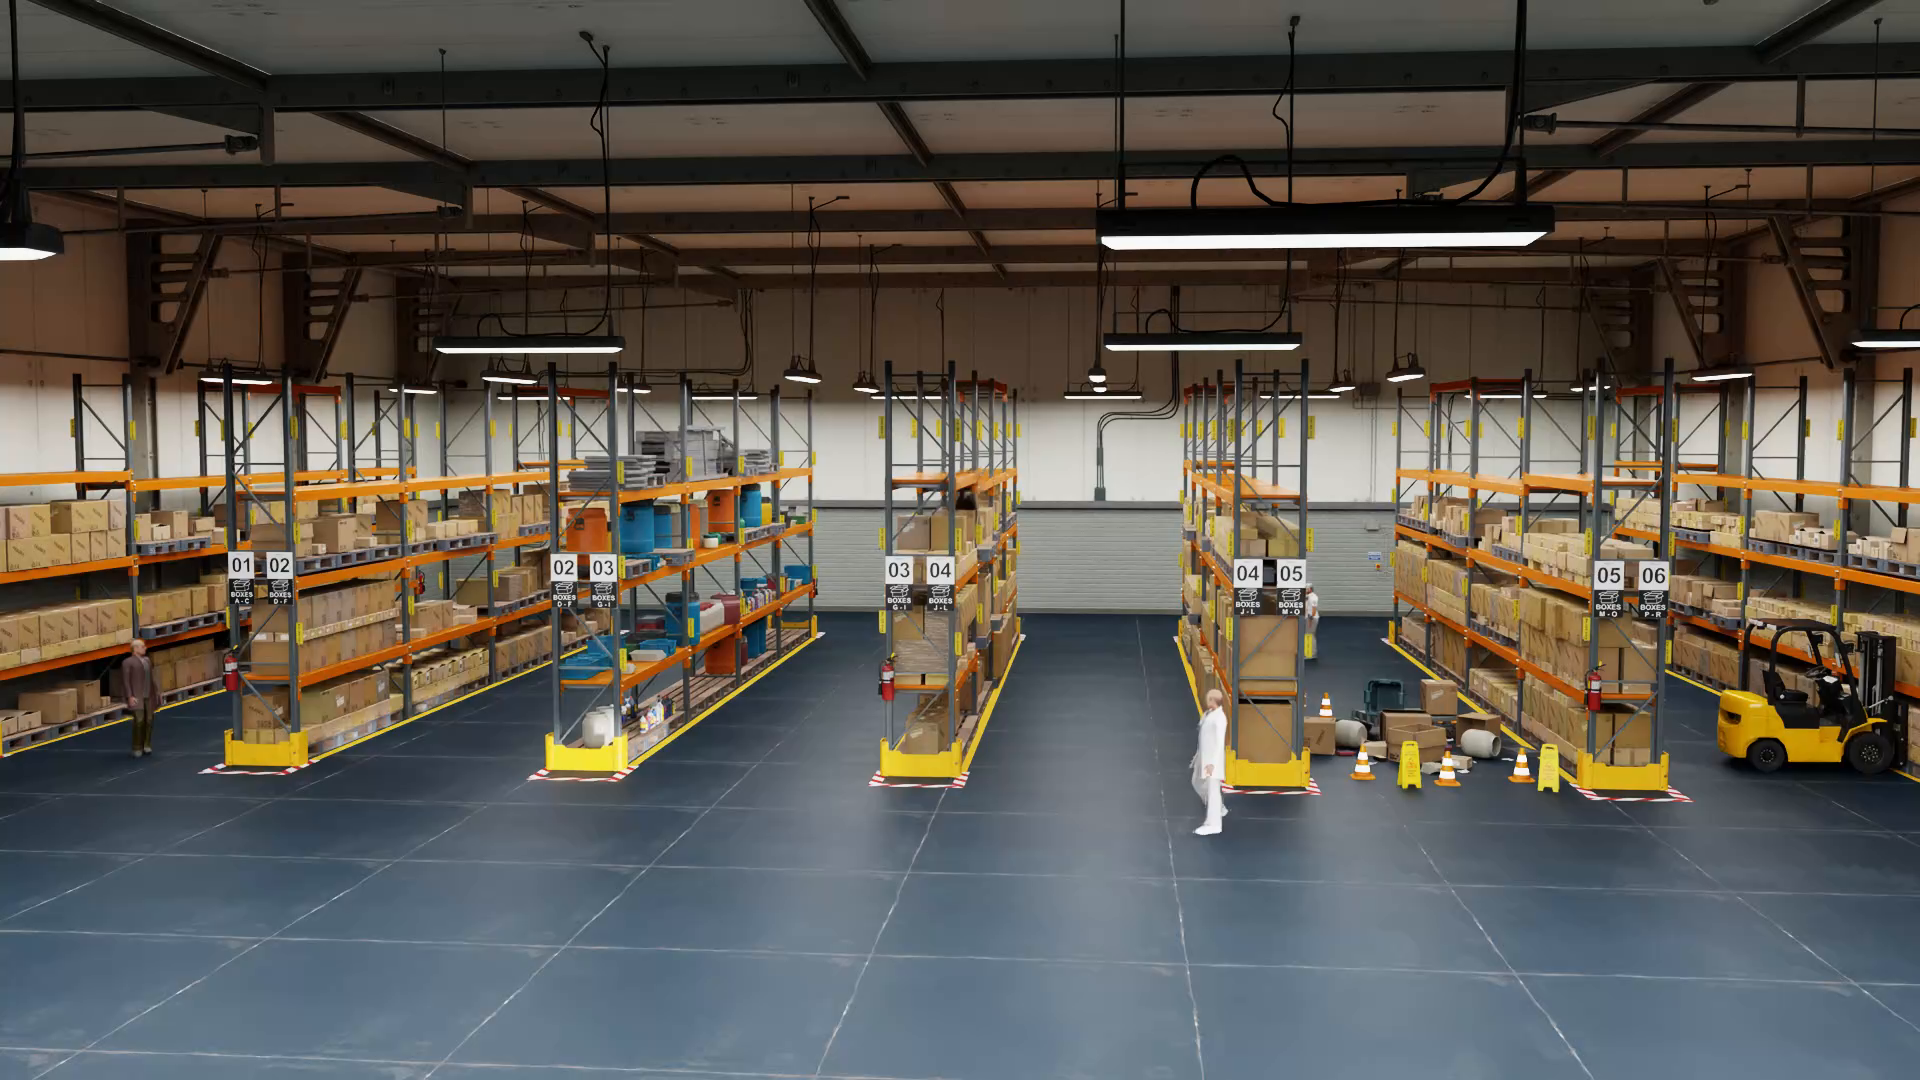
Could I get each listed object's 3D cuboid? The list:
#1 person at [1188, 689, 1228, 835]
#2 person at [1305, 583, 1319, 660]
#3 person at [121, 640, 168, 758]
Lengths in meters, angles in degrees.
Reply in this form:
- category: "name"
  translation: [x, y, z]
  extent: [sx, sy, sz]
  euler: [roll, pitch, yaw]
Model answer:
- category: "person"
  translation: [3.115, 2.739, 20.769]
  extent: [0.560, 1.792, 0.677]
  euler: [-1, 4, -18]
- category: "person"
  translation: [7.664, 1.770, 36.493]
  extent: [0.400, 1.667, 0.504]
  euler: [0, 4, 2]
- category: "person"
  translation: [-12.613, 2.458, 25.736]
  extent: [0.528, 1.825, 0.668]
  euler: [2, 4, 30]
